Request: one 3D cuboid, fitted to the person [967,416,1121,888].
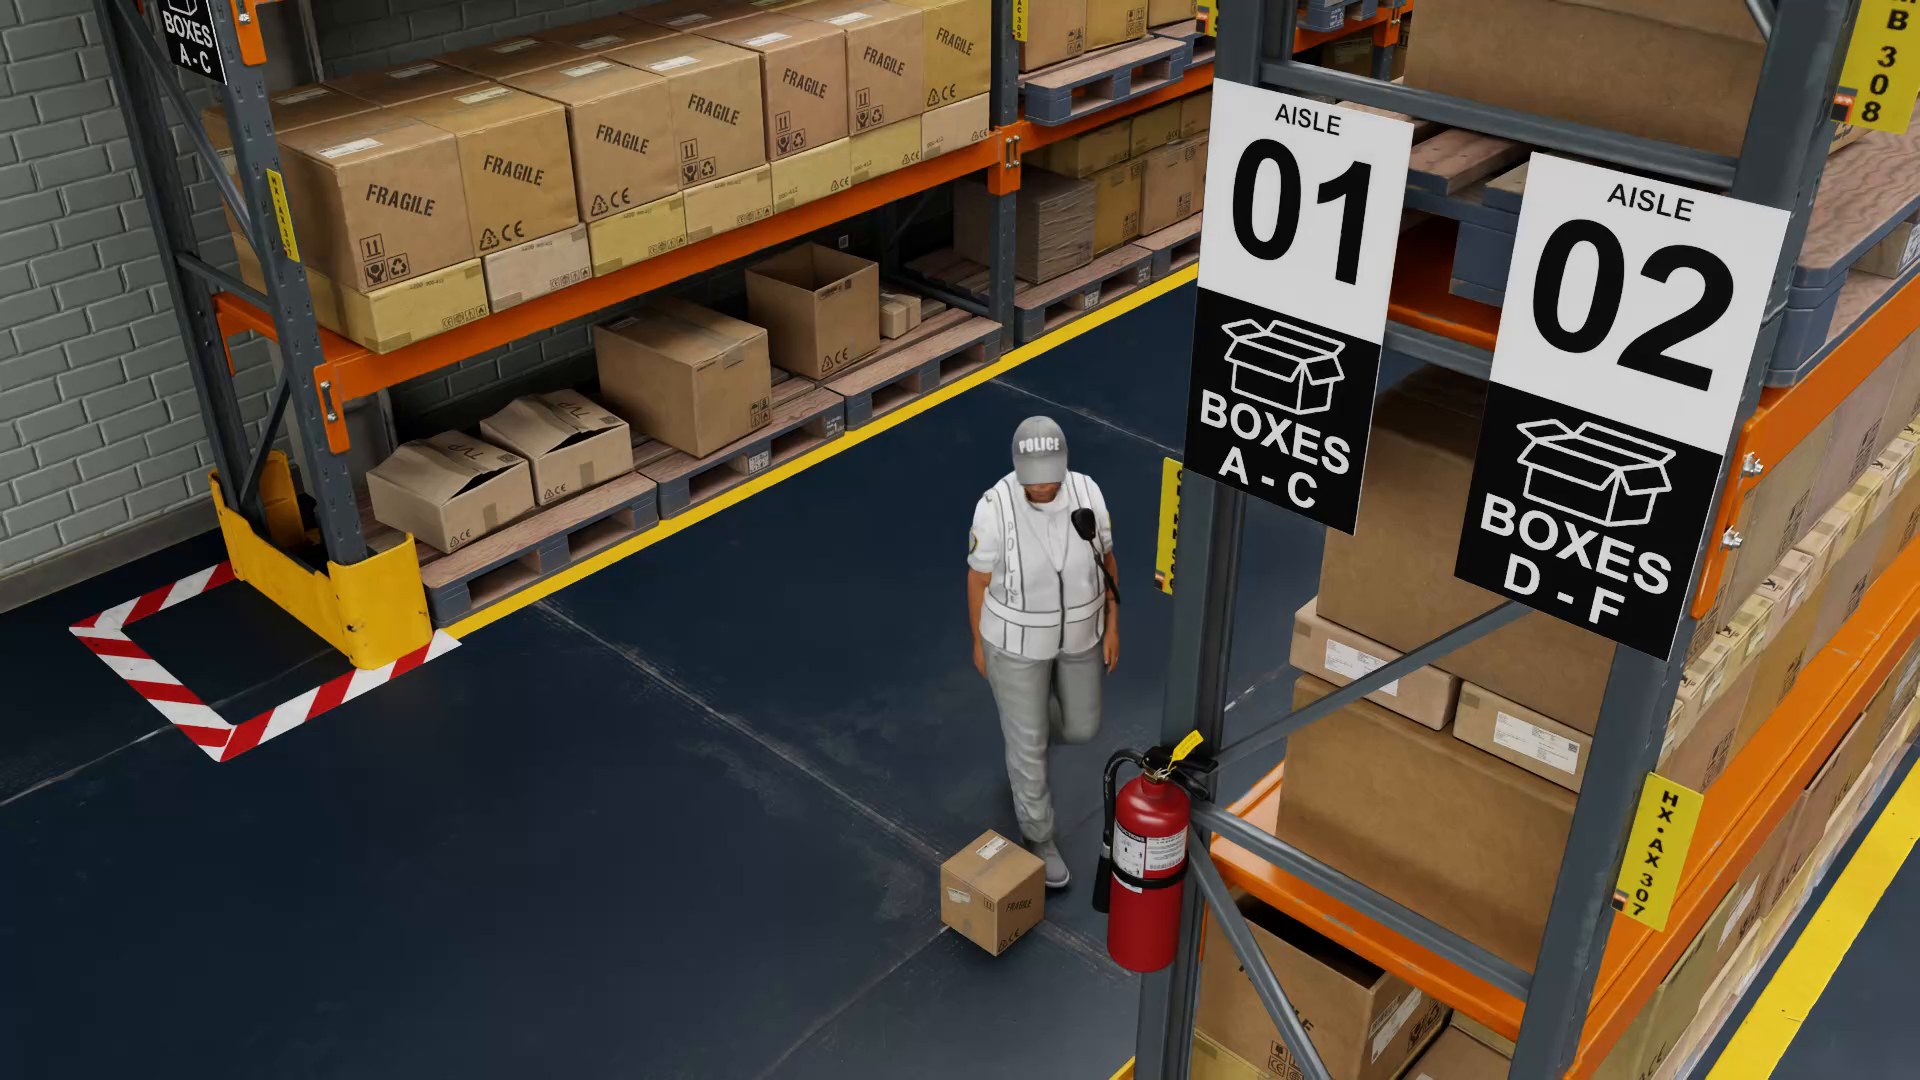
[{"bbox_3d":[0.282,0.318,5.609,0.493,1.650,0.714,-11,33,-17],"label":"person"}]
